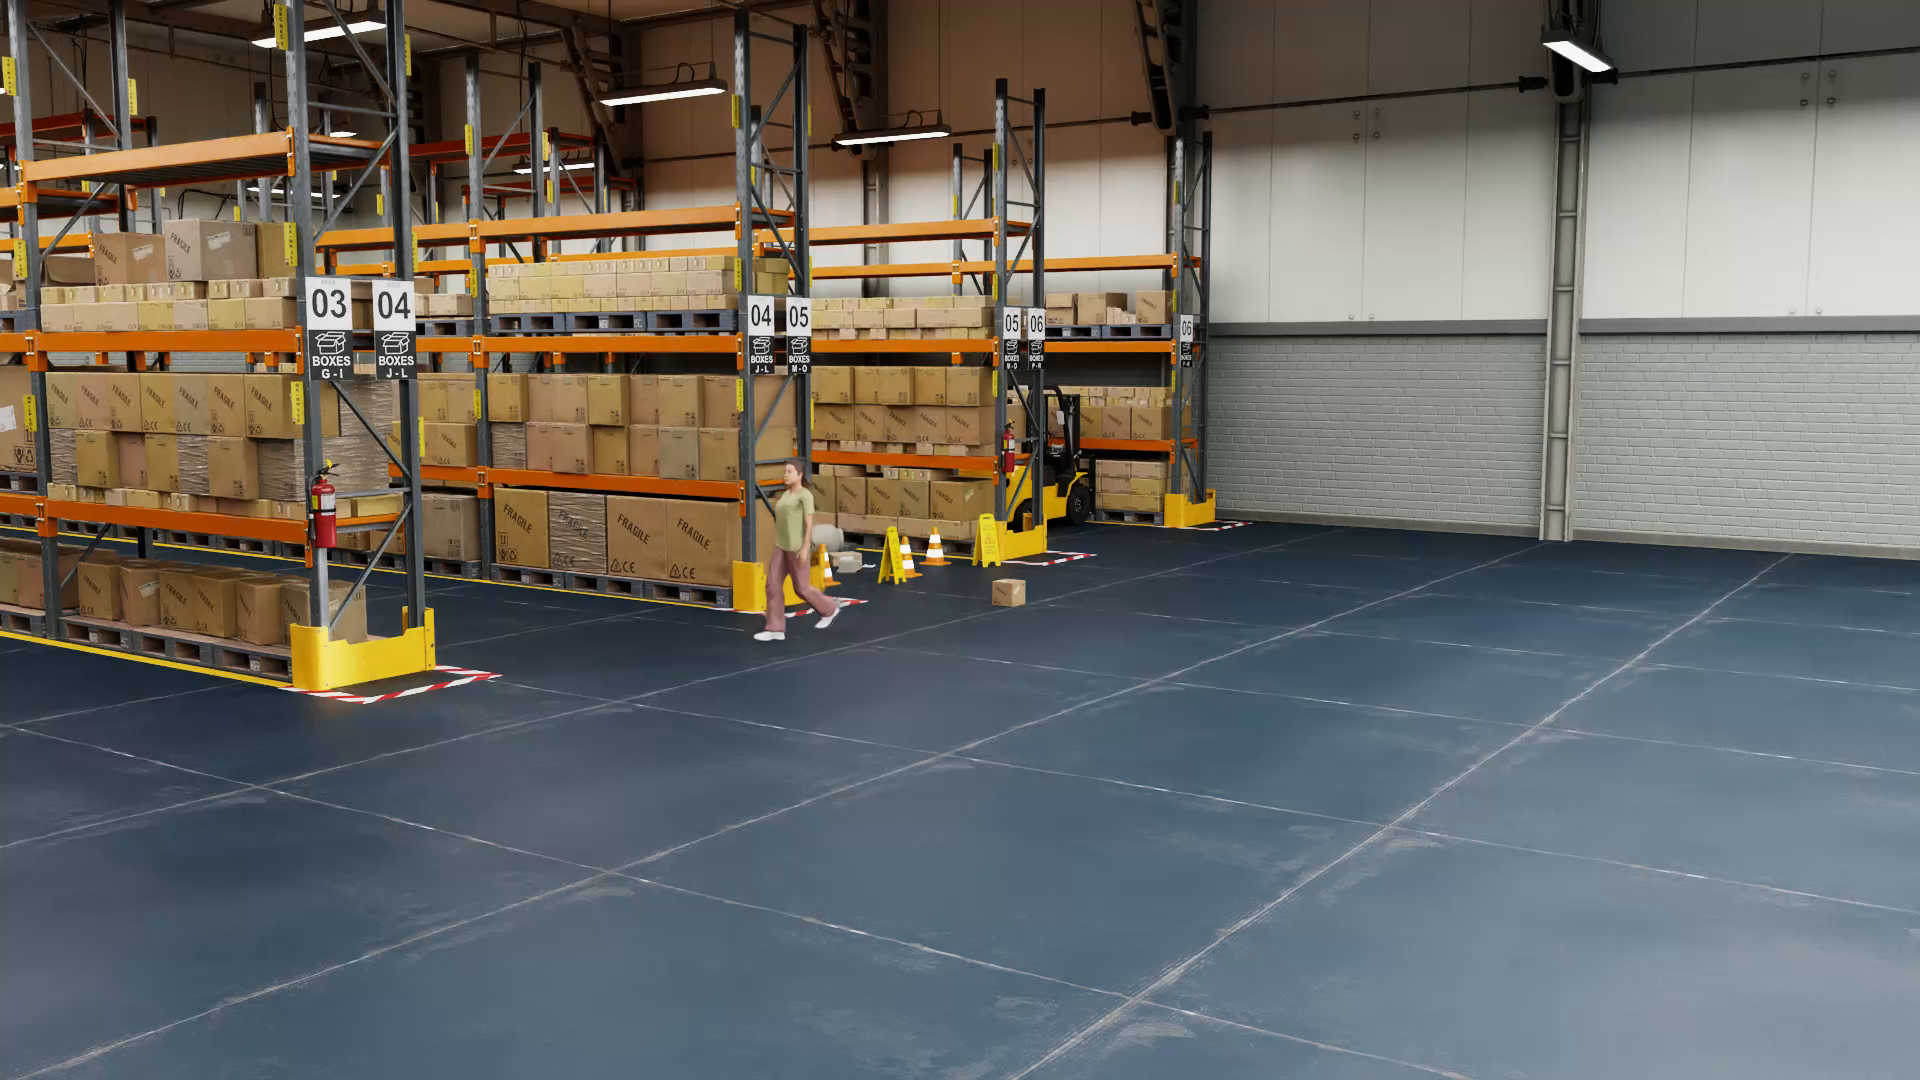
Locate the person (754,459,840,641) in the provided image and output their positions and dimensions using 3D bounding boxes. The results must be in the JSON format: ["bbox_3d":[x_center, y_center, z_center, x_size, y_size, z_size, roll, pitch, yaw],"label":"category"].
[{"bbox_3d":[-1.490,0.082,15.193,0.882,1.635,0.454,-6,9,-43],"label":"person"}]
